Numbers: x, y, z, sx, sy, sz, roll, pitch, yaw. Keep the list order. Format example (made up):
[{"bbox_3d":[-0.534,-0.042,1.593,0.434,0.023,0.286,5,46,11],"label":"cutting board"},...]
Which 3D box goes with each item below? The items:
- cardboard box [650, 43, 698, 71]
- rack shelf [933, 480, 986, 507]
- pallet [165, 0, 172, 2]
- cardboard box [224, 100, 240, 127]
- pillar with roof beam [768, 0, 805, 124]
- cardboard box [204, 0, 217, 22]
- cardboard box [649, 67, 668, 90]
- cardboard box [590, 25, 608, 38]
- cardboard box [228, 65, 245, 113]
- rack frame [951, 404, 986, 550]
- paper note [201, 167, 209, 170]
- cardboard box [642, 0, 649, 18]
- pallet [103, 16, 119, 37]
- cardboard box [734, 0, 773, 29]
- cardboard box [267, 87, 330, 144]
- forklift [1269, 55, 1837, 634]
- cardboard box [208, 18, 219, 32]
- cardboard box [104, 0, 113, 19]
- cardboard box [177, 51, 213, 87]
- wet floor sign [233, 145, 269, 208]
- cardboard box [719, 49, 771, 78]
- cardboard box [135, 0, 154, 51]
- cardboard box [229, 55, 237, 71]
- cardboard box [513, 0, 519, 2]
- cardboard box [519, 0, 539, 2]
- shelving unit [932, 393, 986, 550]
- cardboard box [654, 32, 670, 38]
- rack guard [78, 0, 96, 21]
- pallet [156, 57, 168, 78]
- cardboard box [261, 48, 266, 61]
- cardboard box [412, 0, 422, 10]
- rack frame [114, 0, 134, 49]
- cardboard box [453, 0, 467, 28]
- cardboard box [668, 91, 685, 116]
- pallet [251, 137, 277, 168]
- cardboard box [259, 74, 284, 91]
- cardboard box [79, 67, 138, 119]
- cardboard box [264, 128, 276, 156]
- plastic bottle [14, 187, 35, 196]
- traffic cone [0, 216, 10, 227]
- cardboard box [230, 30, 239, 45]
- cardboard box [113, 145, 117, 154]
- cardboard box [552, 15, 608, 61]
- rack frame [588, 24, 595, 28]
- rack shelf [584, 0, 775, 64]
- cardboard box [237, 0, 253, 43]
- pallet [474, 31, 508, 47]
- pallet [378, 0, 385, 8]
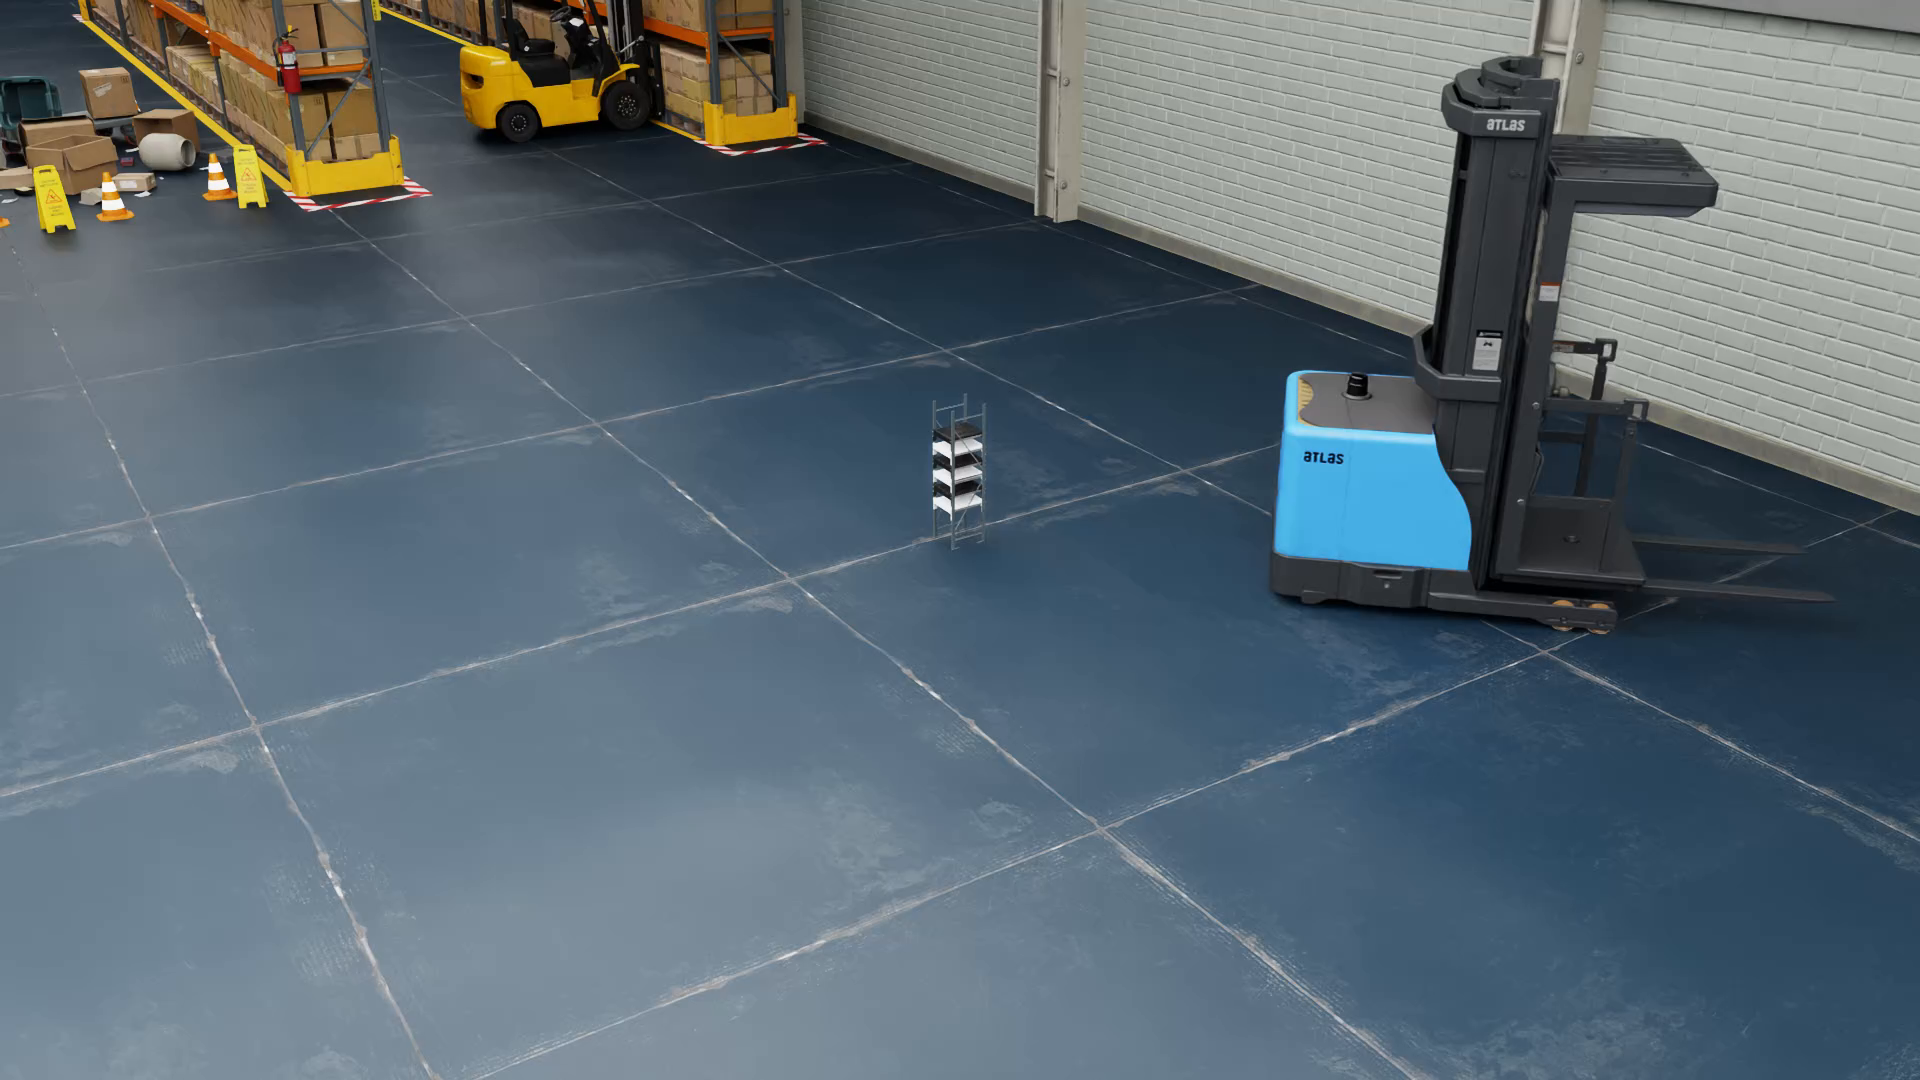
[{"bbox_3d":[-3.715,-6.282,21.600,0.500,0.250,0.500,-15,29,-29],"label":"cardboard box"},{"bbox_3d":[-0.004,-0.298,10.117,0.258,0.077,0.200,-16,29,-30],"label":"rack shelf"},{"bbox_3d":[-10.681,-7.818,23.522,1.213,0.211,1.003,-16,29,-30],"label":"pallet"},{"bbox_3d":[-8.879,-5.377,20.855,0.500,0.250,0.500,-17,30,-32],"label":"cardboard box"},{"bbox_3d":[-5.867,-8.600,17.927,9.100,9.000,0.400,-16,29,-30],"label":"pillar with roof beam"},{"bbox_3d":[-8.969,-6.661,20.382,0.500,0.500,0.500,-16,29,-30],"label":"cardboard box"},{"bbox_3d":[-3.727,-6.067,21.731,0.500,0.250,0.500,-16,30,-31],"label":"cardboard box"},{"bbox_3d":[-4.817,-7.015,23.153,0.500,0.250,0.500,-16,30,-30],"label":"cardboard box"},{"bbox_3d":[-8.577,-5.527,20.295,0.500,0.500,0.500,-14,29,-28],"label":"cardboard box"},{"bbox_3d":[0.051,-0.373,9.987,0.240,0.900,0.006,-16,29,-30],"label":"rack frame"},{"bbox_3d":[-8.785,-4.350,19.428,0.148,0.019,0.142,18,31,33],"label":"paper note"},{"bbox_3d":[-3.963,-7.140,21.743,0.500,0.500,0.500,-15,29,-29],"label":"cardboard box"},{"bbox_3d":[-14.362,-9.031,29.134,1.003,0.211,1.213,-16,29,-30],"label":"pallet"},{"bbox_3d":[-2.673,-6.719,20.851,0.500,0.500,0.500,-14,29,-28],"label":"cardboard box"},{"bbox_3d":[-7.447,-4.785,18.722,0.500,0.500,0.500,-15,29,-29],"label":"cardboard box"},{"bbox_3d":[3.337,-1.054,9.050,3.031,2.935,1.130,5,26,10],"label":"forklift"},{"bbox_3d":[-9.072,-6.403,20.594,0.380,0.149,0.250,-16,29,-30],"label":"cardboard box"},{"bbox_3d":[-14.575,-9.489,29.347,0.875,0.438,0.875,-15,29,-28],"label":"cardboard box"},{"bbox_3d":[-10.449,-6.670,23.451,0.950,0.372,0.625,-16,30,-31],"label":"cardboard box"},{"bbox_3d":[-7.584,-3.891,17.737,0.267,0.644,0.232,-6,26,-12],"label":"wet floor sign"},{"bbox_3d":[-2.739,-6.046,21.102,0.500,0.250,0.500,-16,30,-30],"label":"cardboard box"},{"bbox_3d":[-12.437,-8.270,26.252,0.875,0.875,0.875,-15,29,-28],"label":"cardboard box"},{"bbox_3d":[-8.579,-5.767,20.043,0.380,0.149,0.250,-14,29,-28],"label":"cardboard box"},{"bbox_3d":[-7.249,-8.749,27.705,0.500,0.500,0.500,-15,29,-29],"label":"cardboard box"},{"bbox_3d":[-7.026,-8.905,27.276,0.380,0.149,0.250,-14,29,-27],"label":"cardboard box"},{"bbox_3d":[-0.004,-0.410,10.064,0.258,0.900,0.210,-16,29,-30],"label":"shelving unit"},{"bbox_3d":[-3.834,-6.768,22.631,0.500,0.250,0.500,-15,29,-29],"label":"cardboard box"},{"bbox_3d":[-15.539,-9.874,30.581,1.175,0.500,0.348,-16,29,-30],"label":"rack guard"},{"bbox_3d":[-11.526,-7.173,25.198,1.003,0.211,1.213,-16,29,-30],"label":"pallet"},{"bbox_3d":[-7.528,-5.405,18.480,0.380,0.149,0.250,-16,30,-30],"label":"cardboard box"},{"bbox_3d":[-9.736,-9.755,30.248,0.380,0.149,0.250,-17,30,-31],"label":"cardboard box"},{"bbox_3d":[-13.342,-9.566,26.999,1.000,3.000,0.127,-16,29,-30],"label":"rack frame"},{"bbox_3d":[-8.265,-9.003,28.244,0.500,0.500,0.500,-17,30,-31],"label":"cardboard box"},{"bbox_3d":[-3.420,-5.652,21.439,0.500,0.250,0.500,-16,29,-30],"label":"cardboard box"},{"bbox_3d":[-7.909,-4.774,20.116,1.003,0.211,1.213,-16,29,-30],"label":"pallet"},{"bbox_3d":[-7.704,-5.194,18.829,0.380,0.149,0.250,-15,29,-28],"label":"cardboard box"},{"bbox_3d":[-10.450,-5.491,20.408,0.500,0.500,0.500,-16,29,-30],"label":"cardboard box"},{"bbox_3d":[-7.734,-4.633,19.280,0.500,0.250,0.500,-15,29,-29],"label":"cardboard box"},{"bbox_3d":[-10.325,-3.845,18.323,0.283,0.061,0.133,18,31,33],"label":"plastic bottle"},{"bbox_3d":[-9.984,-3.457,17.032,0.336,0.463,0.334,-16,29,-30],"label":"traffic cone"},{"bbox_3d":[-8.382,-5.943,19.620,0.380,0.149,0.250,-15,29,-29],"label":"cardboard box"},{"bbox_3d":[-10.329,-4.676,19.844,0.396,0.266,0.258,7,26,15],"label":"cardboard box"},{"bbox_3d":[-5.530,-7.442,24.790,0.875,0.625,0.625,-16,30,-30],"label":"cardboard box"},{"bbox_3d":[-4.818,-7.862,23.391,1.000,3.000,0.127,-16,29,-30],"label":"rack frame"},{"bbox_3d":[-3.727,-6.822,22.029,1.077,0.370,4.000,-16,29,-30],"label":"rack shelf"},{"bbox_3d":[-7.858,-5.943,18.860,0.500,0.500,0.500,-16,29,-30],"label":"cardboard box"},{"bbox_3d":[-7.378,-8.308,27.601,1.003,0.211,1.213,-16,29,-30],"label":"pallet"},{"bbox_3d":[-10.892,-10.581,32.417,1.003,0.211,1.213,-16,29,-30],"label":"pallet"}]
